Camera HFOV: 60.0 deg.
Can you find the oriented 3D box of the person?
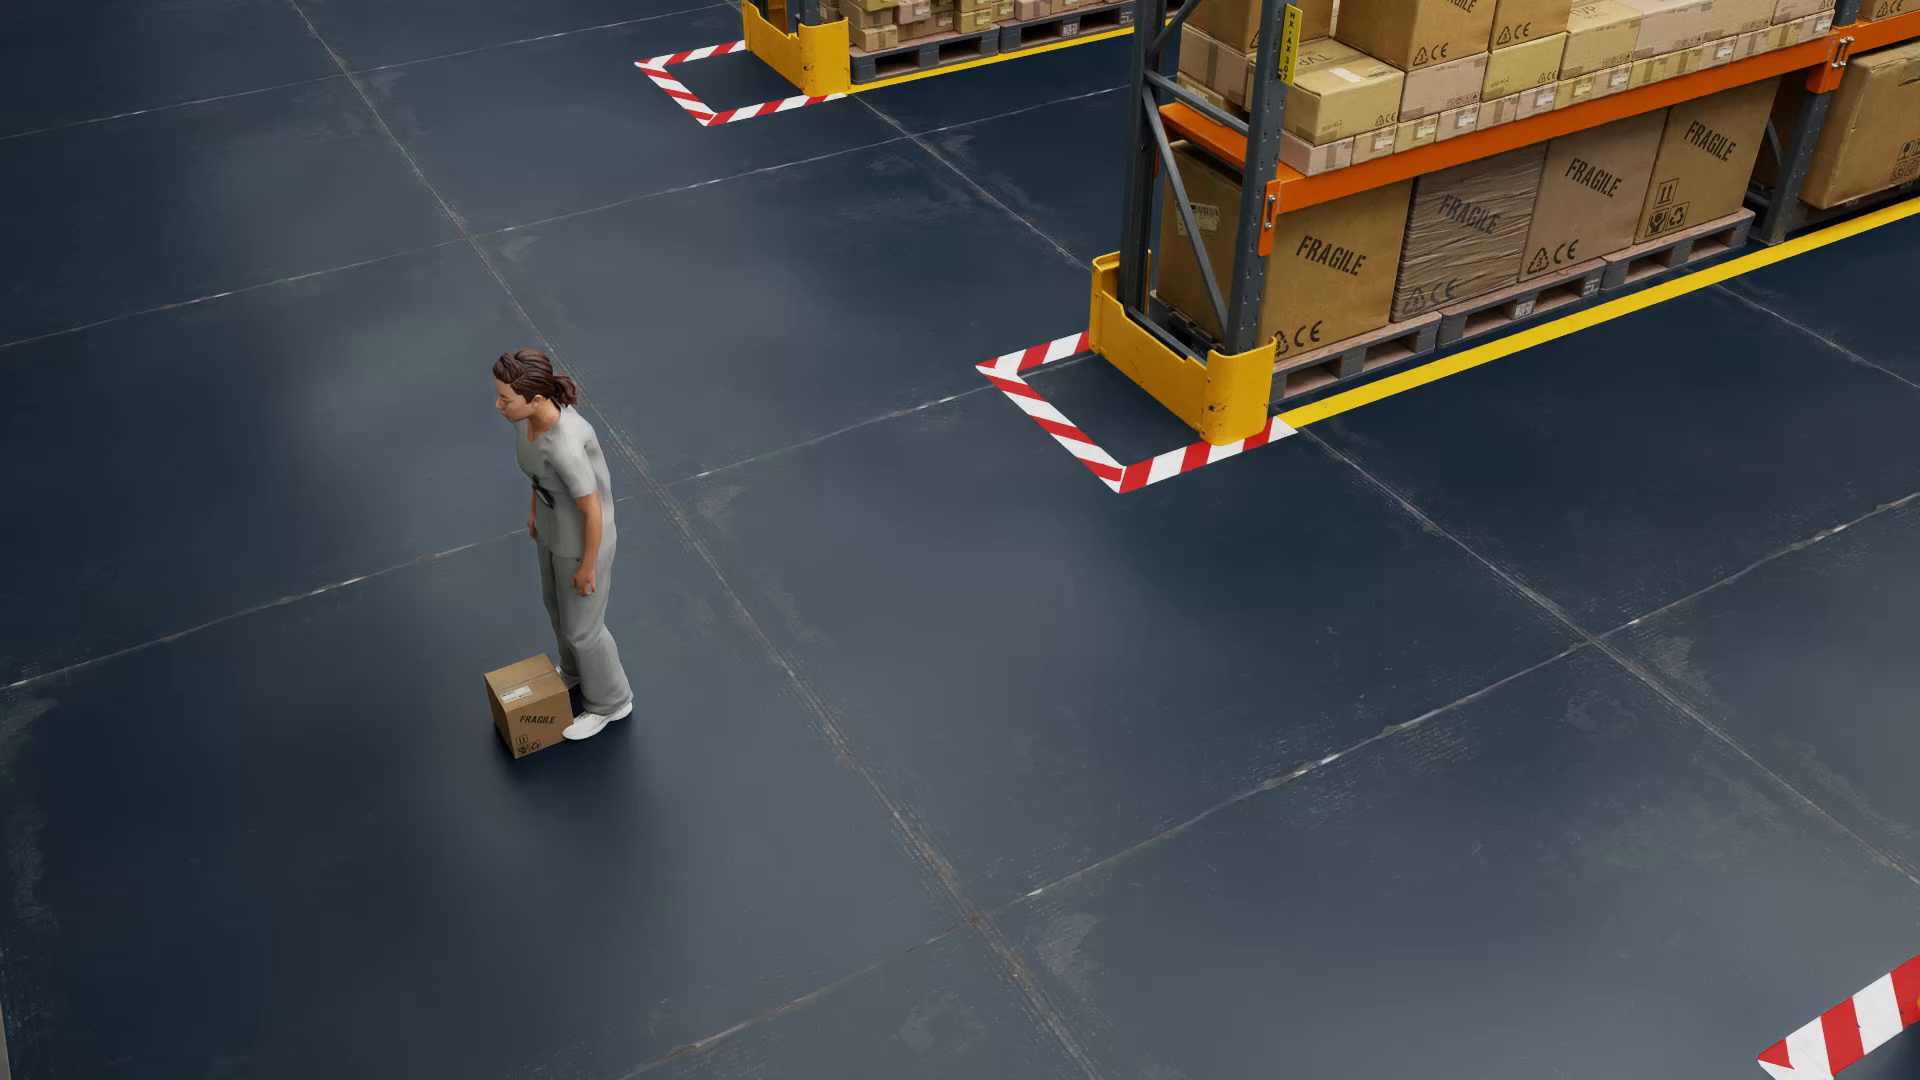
[{"bbox_3d":[-1.463,-0.001,6.152,0.364,1.671,0.514,-22,42,-26],"label":"person"}]
